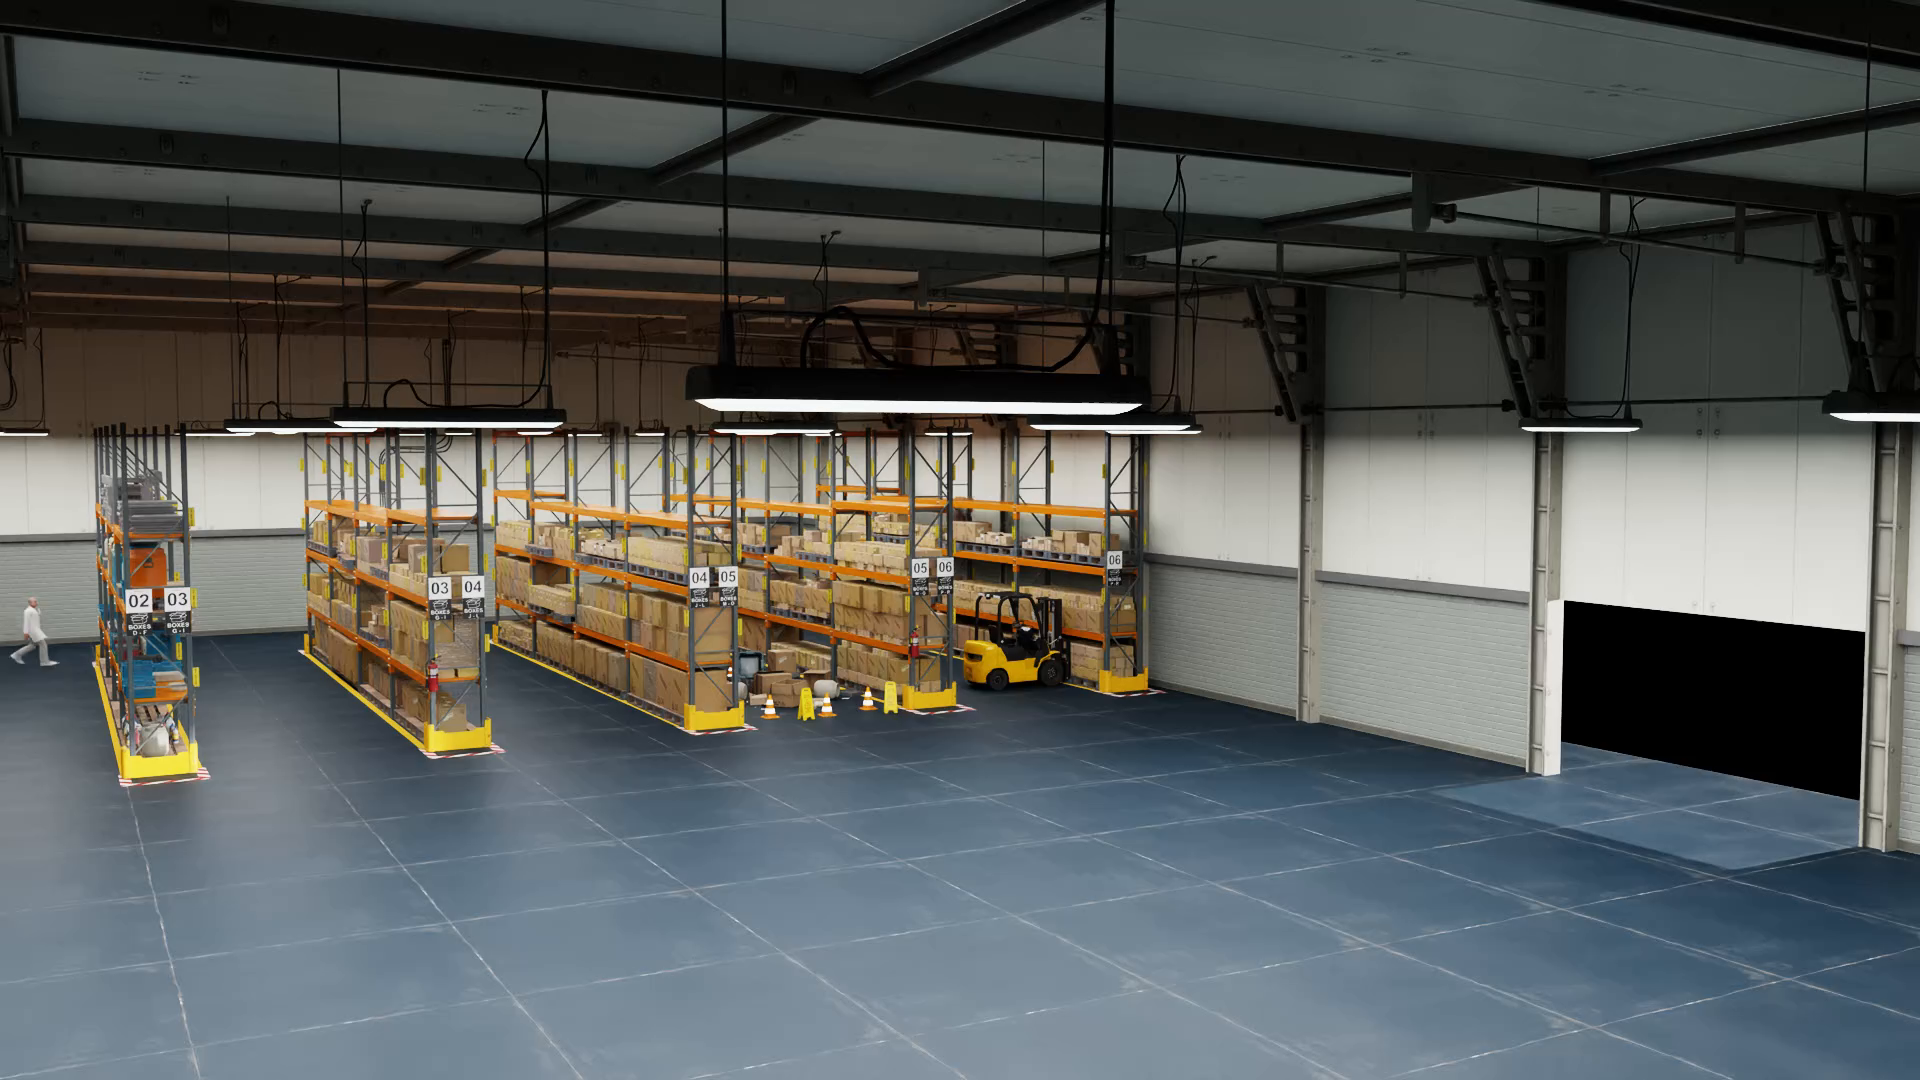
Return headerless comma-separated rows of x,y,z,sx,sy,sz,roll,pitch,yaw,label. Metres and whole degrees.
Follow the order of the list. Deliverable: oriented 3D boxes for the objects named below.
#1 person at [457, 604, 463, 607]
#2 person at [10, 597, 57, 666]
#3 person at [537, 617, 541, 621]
-13.870,2.116,45.975,0.578,1.613,1.039,-2,4,-30,person
-23.365,2.306,41.900,1.026,1.745,0.553,-2,4,-30,person
-13.112,1.784,51.178,0.633,1.714,0.519,-2,4,-26,person
